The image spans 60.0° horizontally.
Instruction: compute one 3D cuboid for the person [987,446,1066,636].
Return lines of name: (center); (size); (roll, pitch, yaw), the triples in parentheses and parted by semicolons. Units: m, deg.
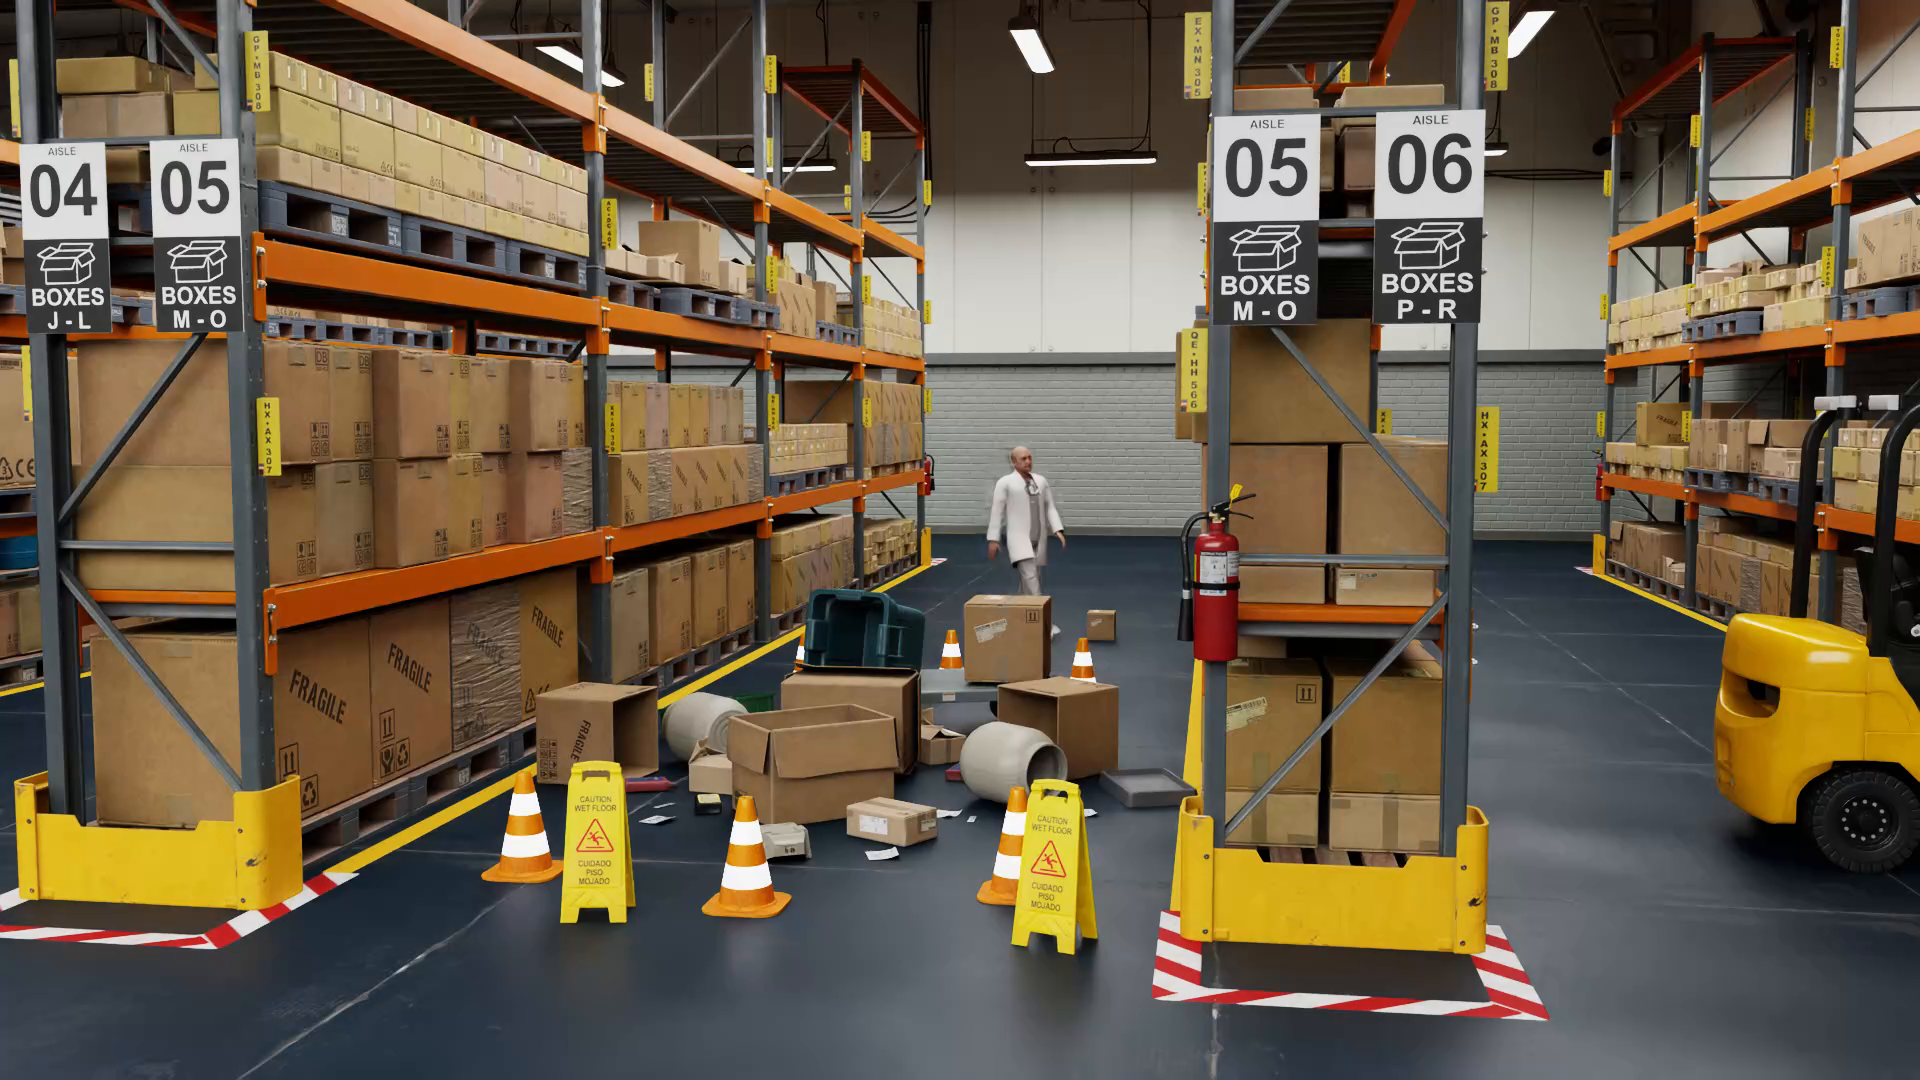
person: (0.710, 0.009, 15.356); (0.654, 1.739, 0.946); (-3, 5, -36)
